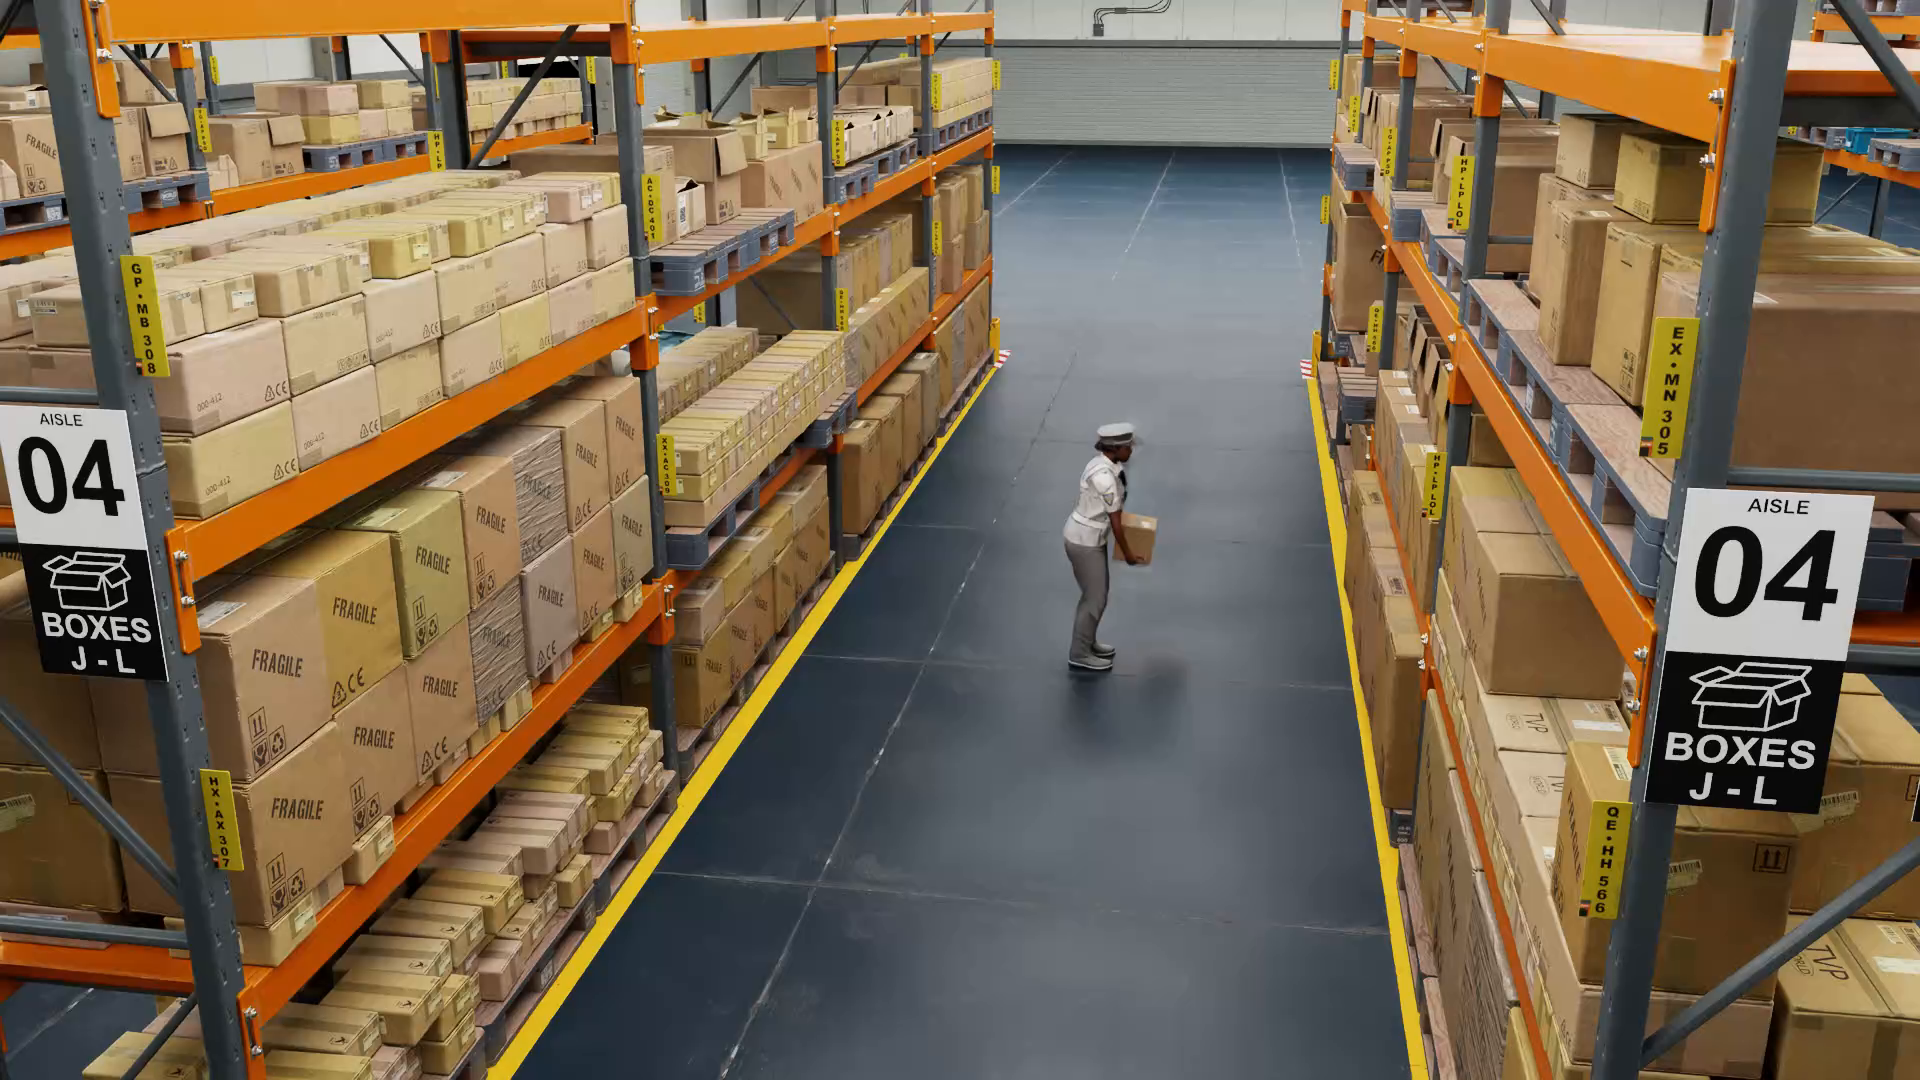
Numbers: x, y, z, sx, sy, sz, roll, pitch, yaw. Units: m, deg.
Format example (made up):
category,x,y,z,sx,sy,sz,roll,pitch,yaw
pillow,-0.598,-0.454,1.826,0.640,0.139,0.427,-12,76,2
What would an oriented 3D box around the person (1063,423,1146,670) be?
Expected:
category,x,y,z,sx,sy,sz,roll,pitch,yaw
person,0.957,0.035,10.994,0.552,1.645,0.415,3,18,8
